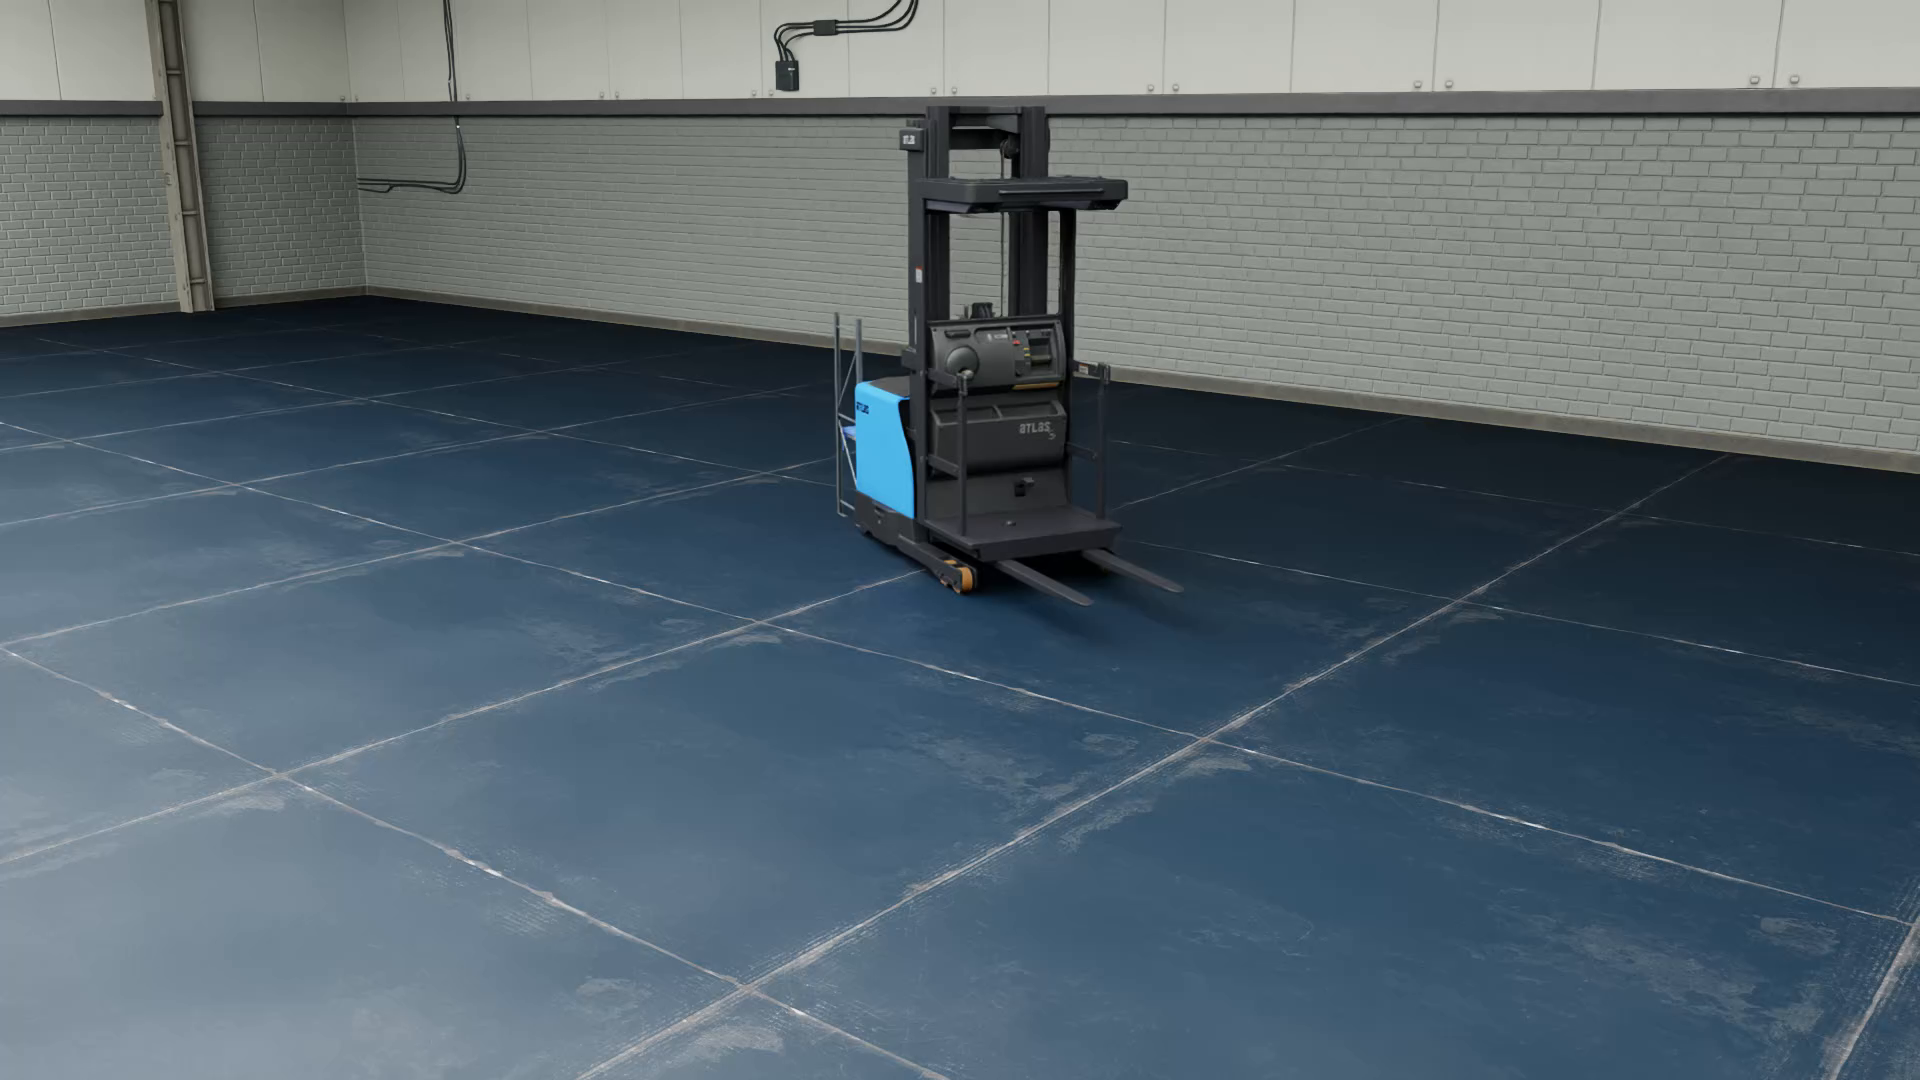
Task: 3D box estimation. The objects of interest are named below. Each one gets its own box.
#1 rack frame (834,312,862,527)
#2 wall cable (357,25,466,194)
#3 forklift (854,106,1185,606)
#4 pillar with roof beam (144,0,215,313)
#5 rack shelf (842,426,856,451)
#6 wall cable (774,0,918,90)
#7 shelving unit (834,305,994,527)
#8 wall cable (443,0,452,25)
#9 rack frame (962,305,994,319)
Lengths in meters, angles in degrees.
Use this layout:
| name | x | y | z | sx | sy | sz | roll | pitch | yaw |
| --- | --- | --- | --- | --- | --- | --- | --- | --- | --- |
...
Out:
| name | x | y | z | sx | sy | sz | roll | pitch | yaw |
| --- | --- | --- | --- | --- | --- | --- | --- | --- | --- |
| rack frame | -0.801 | -0.871 | 12.004 | 0.032 | 1.500 | 0.500 | -6 | 15 | -23 |
| wall cable | -8.771 | -6.719 | 26.101 | 3.097 | 2.526 | 0.112 | 11 | 18 | 38 |
| forklift | 0.344 | -1.212 | 10.440 | 1.130 | 2.935 | 3.031 | -7 | 16 | -25 |
| pillar with roof beam | -8.303 | -7.198 | 21.680 | 9.100 | 9.000 | 0.400 | 11 | 18 | 38 |
| rack shelf | -0.335 | -0.746 | 12.245 | 1.000 | 0.185 | 0.538 | -6 | 15 | -23 |
| wall cable | -1.397 | -8.400 | 19.505 | 2.305 | 6.003 | 0.169 | 11 | 18 | 38 |
| shelving unit | -0.335 | -0.921 | 12.201 | 1.048 | 1.500 | 0.538 | -6 | 15 | -23 |
| wall cable | -6.667 | -8.748 | 23.831 | 3.097 | 2.526 | 0.112 | 11 | 18 | 38 |
| rack frame | 0.130 | -0.971 | 12.398 | 0.032 | 1.500 | 0.500 | -6 | 15 | -23 |
